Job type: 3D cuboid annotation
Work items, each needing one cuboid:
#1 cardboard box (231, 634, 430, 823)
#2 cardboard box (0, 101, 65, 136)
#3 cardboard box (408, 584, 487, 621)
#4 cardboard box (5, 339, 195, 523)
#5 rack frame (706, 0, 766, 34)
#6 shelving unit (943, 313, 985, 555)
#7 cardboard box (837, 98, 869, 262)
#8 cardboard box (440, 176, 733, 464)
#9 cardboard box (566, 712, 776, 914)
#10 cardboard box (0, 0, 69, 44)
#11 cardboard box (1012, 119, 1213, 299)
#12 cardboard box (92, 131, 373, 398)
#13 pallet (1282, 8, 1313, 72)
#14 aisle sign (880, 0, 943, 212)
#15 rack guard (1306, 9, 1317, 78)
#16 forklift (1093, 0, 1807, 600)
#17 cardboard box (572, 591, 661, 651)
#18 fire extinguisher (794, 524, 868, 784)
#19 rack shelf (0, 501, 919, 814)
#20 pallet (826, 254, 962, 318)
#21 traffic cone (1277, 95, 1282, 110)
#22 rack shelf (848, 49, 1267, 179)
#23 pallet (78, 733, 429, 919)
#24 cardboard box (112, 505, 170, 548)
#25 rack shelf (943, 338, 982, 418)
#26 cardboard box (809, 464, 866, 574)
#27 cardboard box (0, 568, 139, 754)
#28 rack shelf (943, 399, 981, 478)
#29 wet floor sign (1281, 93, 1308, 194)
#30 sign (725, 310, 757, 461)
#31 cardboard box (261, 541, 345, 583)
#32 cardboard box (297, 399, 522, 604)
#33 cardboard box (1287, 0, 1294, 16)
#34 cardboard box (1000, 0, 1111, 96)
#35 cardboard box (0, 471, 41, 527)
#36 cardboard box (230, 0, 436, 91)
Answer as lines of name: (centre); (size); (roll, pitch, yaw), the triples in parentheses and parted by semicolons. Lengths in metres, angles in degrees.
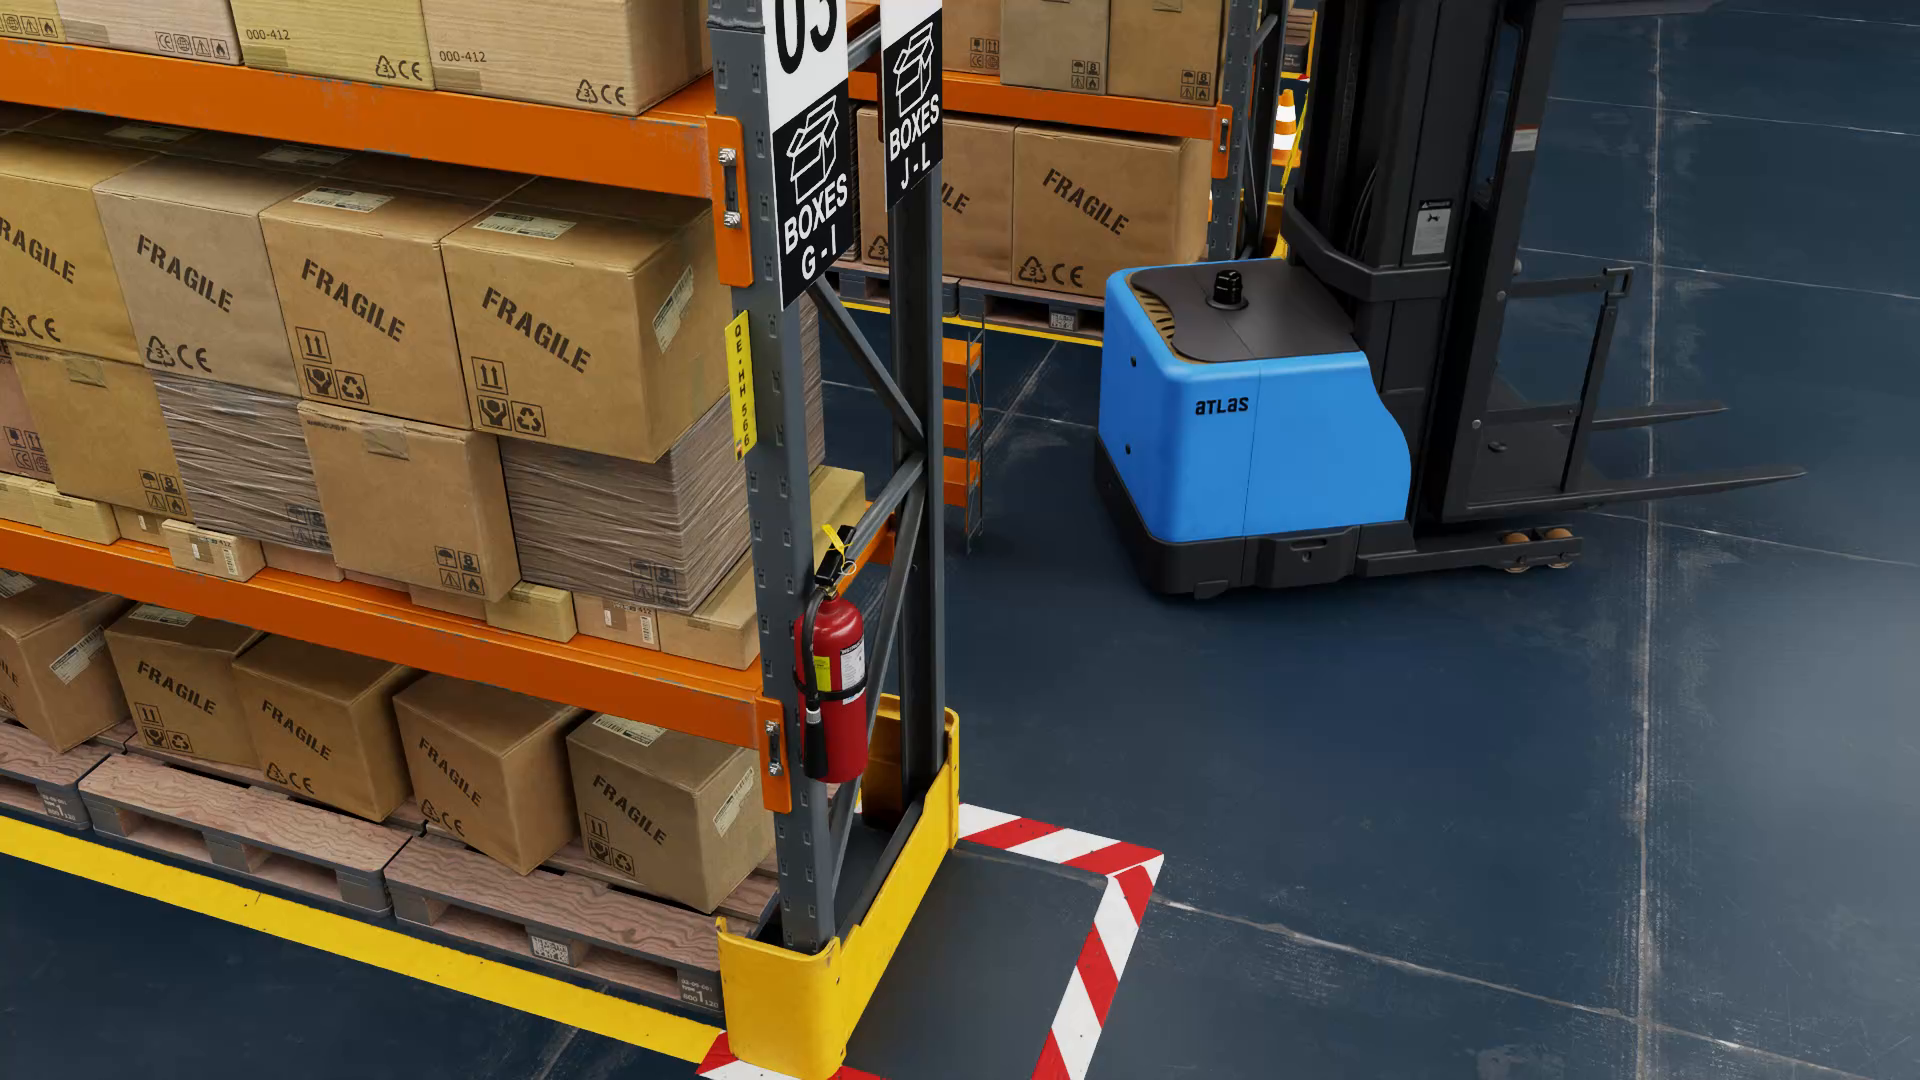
cardboard box: (-2.012, 0.539, 5.568); (0.500, 0.500, 0.500); (14, 35, 21)
cardboard box: (-2.759, -0.920, 4.622); (0.500, 0.500, 0.500); (11, 34, 16)
cardboard box: (-1.329, 0.044, 4.649); (0.250, 0.149, 0.380); (11, 34, 16)
cardboard box: (-2.215, -0.519, 4.922); (0.500, 0.500, 0.875); (11, 34, 16)
rack frame: (-0.273, -2.516, 2.851); (0.127, 3.000, 1.000); (11, 34, 16)
shelving unit: (-0.050, -0.451, 6.980); (0.252, 1.050, 0.215); (11, 34, 16)
cardboard box: (-0.851, -2.212, 9.482); (0.875, 0.875, 0.875); (11, 35, 17)
cardboard box: (-0.874, -0.558, 4.060); (0.500, 0.500, 0.500); (11, 34, 16)
cardboard box: (-0.855, 0.755, 5.233); (0.500, 0.500, 0.500); (18, 37, 25)
cardboard box: (-2.238, -1.429, 4.071); (0.500, 0.250, 0.500); (10, 34, 16)
cardboard box: (0.835, -1.884, 8.975); (0.875, 0.875, 0.875); (11, 35, 17)
cardboard box: (-1.816, -0.739, 4.341); (0.500, 0.500, 0.500); (11, 34, 16)
pallet: (2.246, -4.065, 13.352); (1.213, 0.211, 1.003); (11, 34, 16)
aisle sign: (-0.113, -1.230, 3.993); (0.004, 0.787, 0.394); (11, 34, 16)
rack guard: (2.999, -4.020, 13.015); (0.348, 0.500, 1.175); (11, 34, 16)
forklift: (2.171, -1.369, 6.667); (3.031, 2.935, 1.130); (-6, 33, -9)
cardboard box: (-0.846, 0.117, 4.535); (0.250, 0.149, 0.380); (11, 34, 16)
fire extinguisher: (-0.320, 0.293, 4.103); (0.183, 0.674, 0.296); (11, 34, 16)
rack shelf: (-2.155, -0.060, 5.240); (4.000, 0.370, 1.077); (11, 34, 16)
pallet: (-0.428, -1.669, 9.641); (1.213, 0.211, 1.003); (11, 34, 16)
traffic cone: (2.231, -3.410, 12.106); (0.334, 0.463, 0.336); (11, 34, 16)
rack shelf: (-0.387, -2.574, 9.134); (4.000, 0.370, 1.077); (11, 34, 16)
pallet: (-2.242, 0.771, 5.862); (1.213, 0.211, 1.003); (11, 34, 16)
cardboard box: (-2.270, -0.139, 4.932); (0.250, 0.149, 0.380); (11, 34, 16)
rack shelf: (-0.050, -0.680, 6.832); (0.240, 0.259, 0.215); (11, 34, 16)
cardboard box: (-0.461, -0.064, 4.816); (0.250, 0.149, 0.380); (11, 34, 16)
cardboard box: (-3.133, 0.340, 5.875); (0.500, 0.500, 0.500); (23, 39, 31)
rack shelf: (-0.050, -0.442, 6.986); (0.240, 0.259, 0.215); (11, 34, 16)
wet floor sign: (2.191, -2.527, 10.569); (0.232, 0.644, 0.267); (5, 33, 8)
sign: (-0.479, -0.336, 3.645); (0.005, 0.325, 0.100); (11, 34, 16)
cardboard box: (-1.793, -0.058, 4.805); (0.250, 0.149, 0.380); (11, 34, 16)
cardboard box: (-1.292, -0.308, 4.595); (0.500, 0.500, 0.875); (11, 34, 16)
cardboard box: (2.405, -4.366, 13.395); (0.500, 0.250, 0.500); (11, 34, 16)
cardboard box: (0.606, -2.707, 8.540); (0.550, 0.550, 0.875); (11, 34, 16)
cardboard box: (-2.752, -0.213, 5.047); (0.250, 0.149, 0.380); (11, 34, 16)
cardboard box: (-1.283, -1.242, 3.780); (0.500, 0.250, 0.500); (11, 35, 17)
